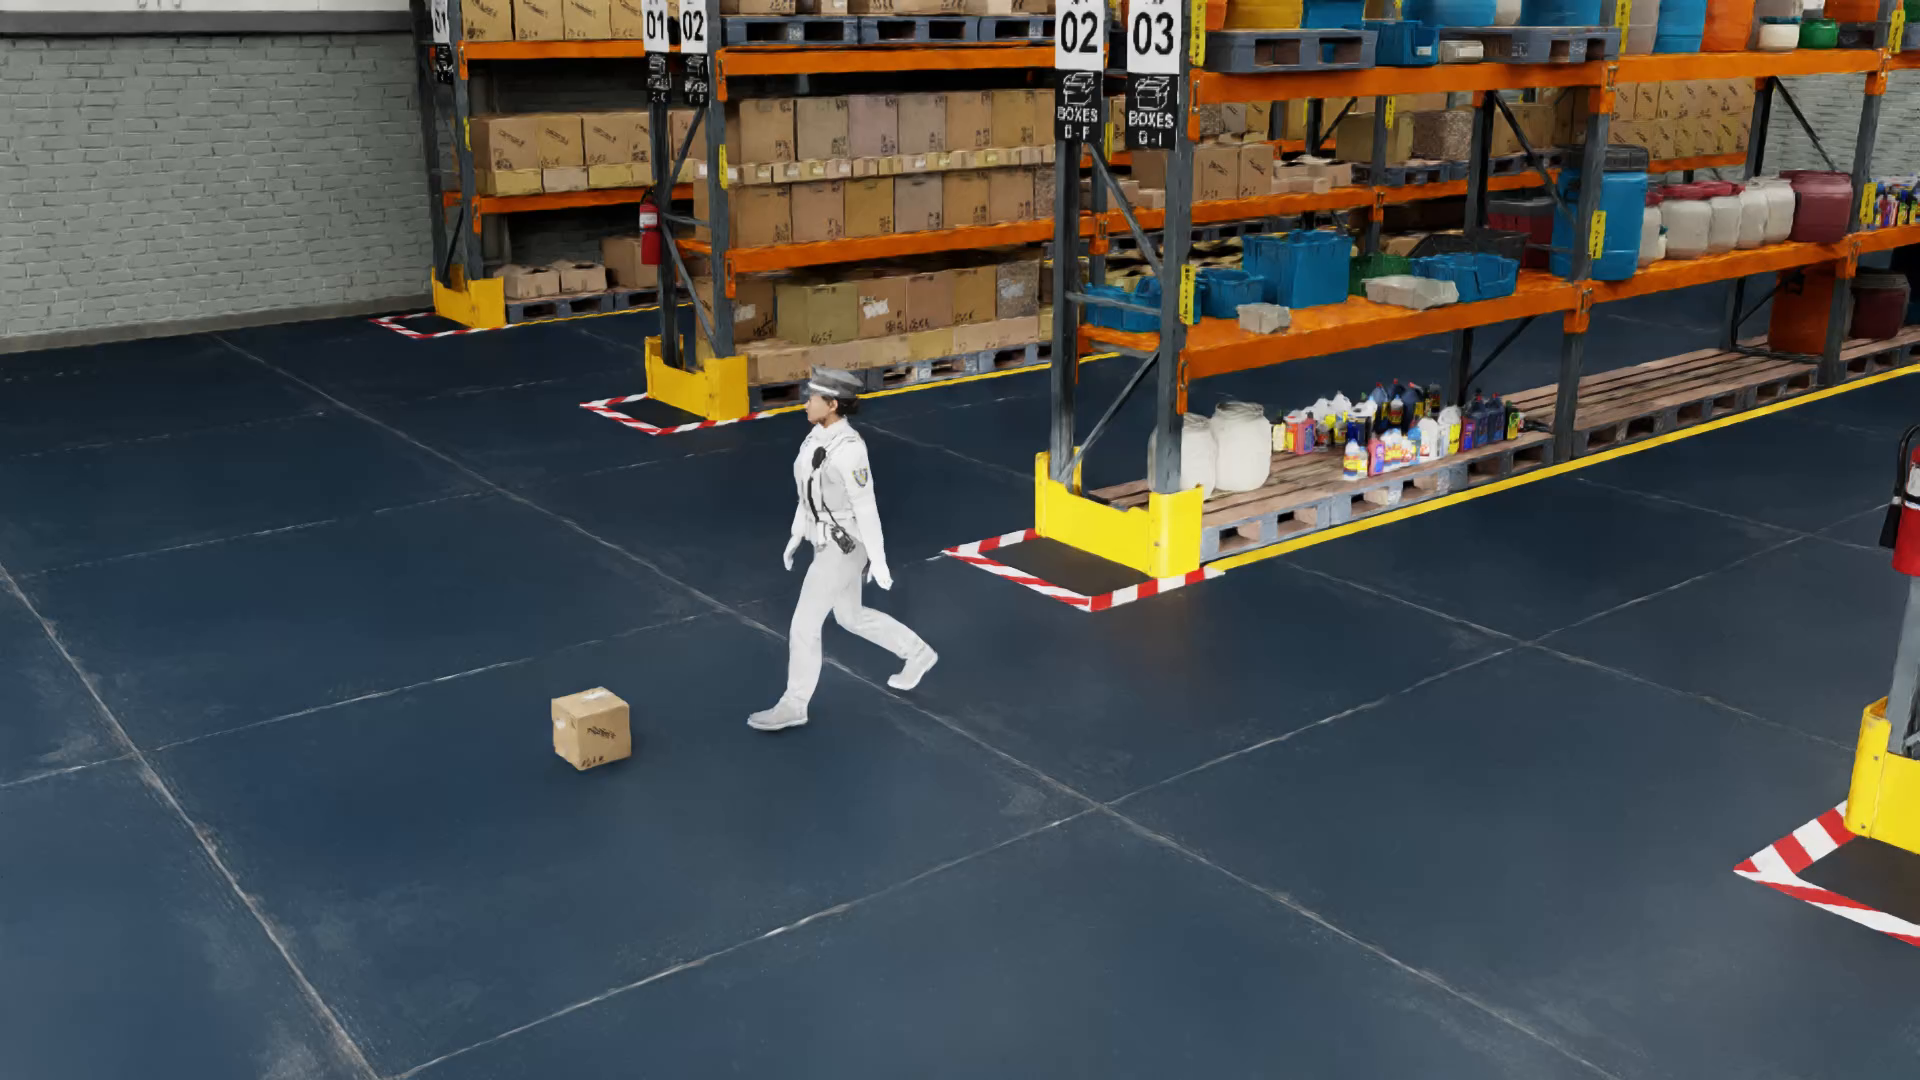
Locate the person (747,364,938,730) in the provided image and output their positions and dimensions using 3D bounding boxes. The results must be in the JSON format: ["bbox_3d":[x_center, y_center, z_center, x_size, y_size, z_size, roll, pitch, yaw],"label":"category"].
[{"bbox_3d":[-0.531,0.009,7.483,0.958,1.638,0.513,-6,19,-18],"label":"person"}]
